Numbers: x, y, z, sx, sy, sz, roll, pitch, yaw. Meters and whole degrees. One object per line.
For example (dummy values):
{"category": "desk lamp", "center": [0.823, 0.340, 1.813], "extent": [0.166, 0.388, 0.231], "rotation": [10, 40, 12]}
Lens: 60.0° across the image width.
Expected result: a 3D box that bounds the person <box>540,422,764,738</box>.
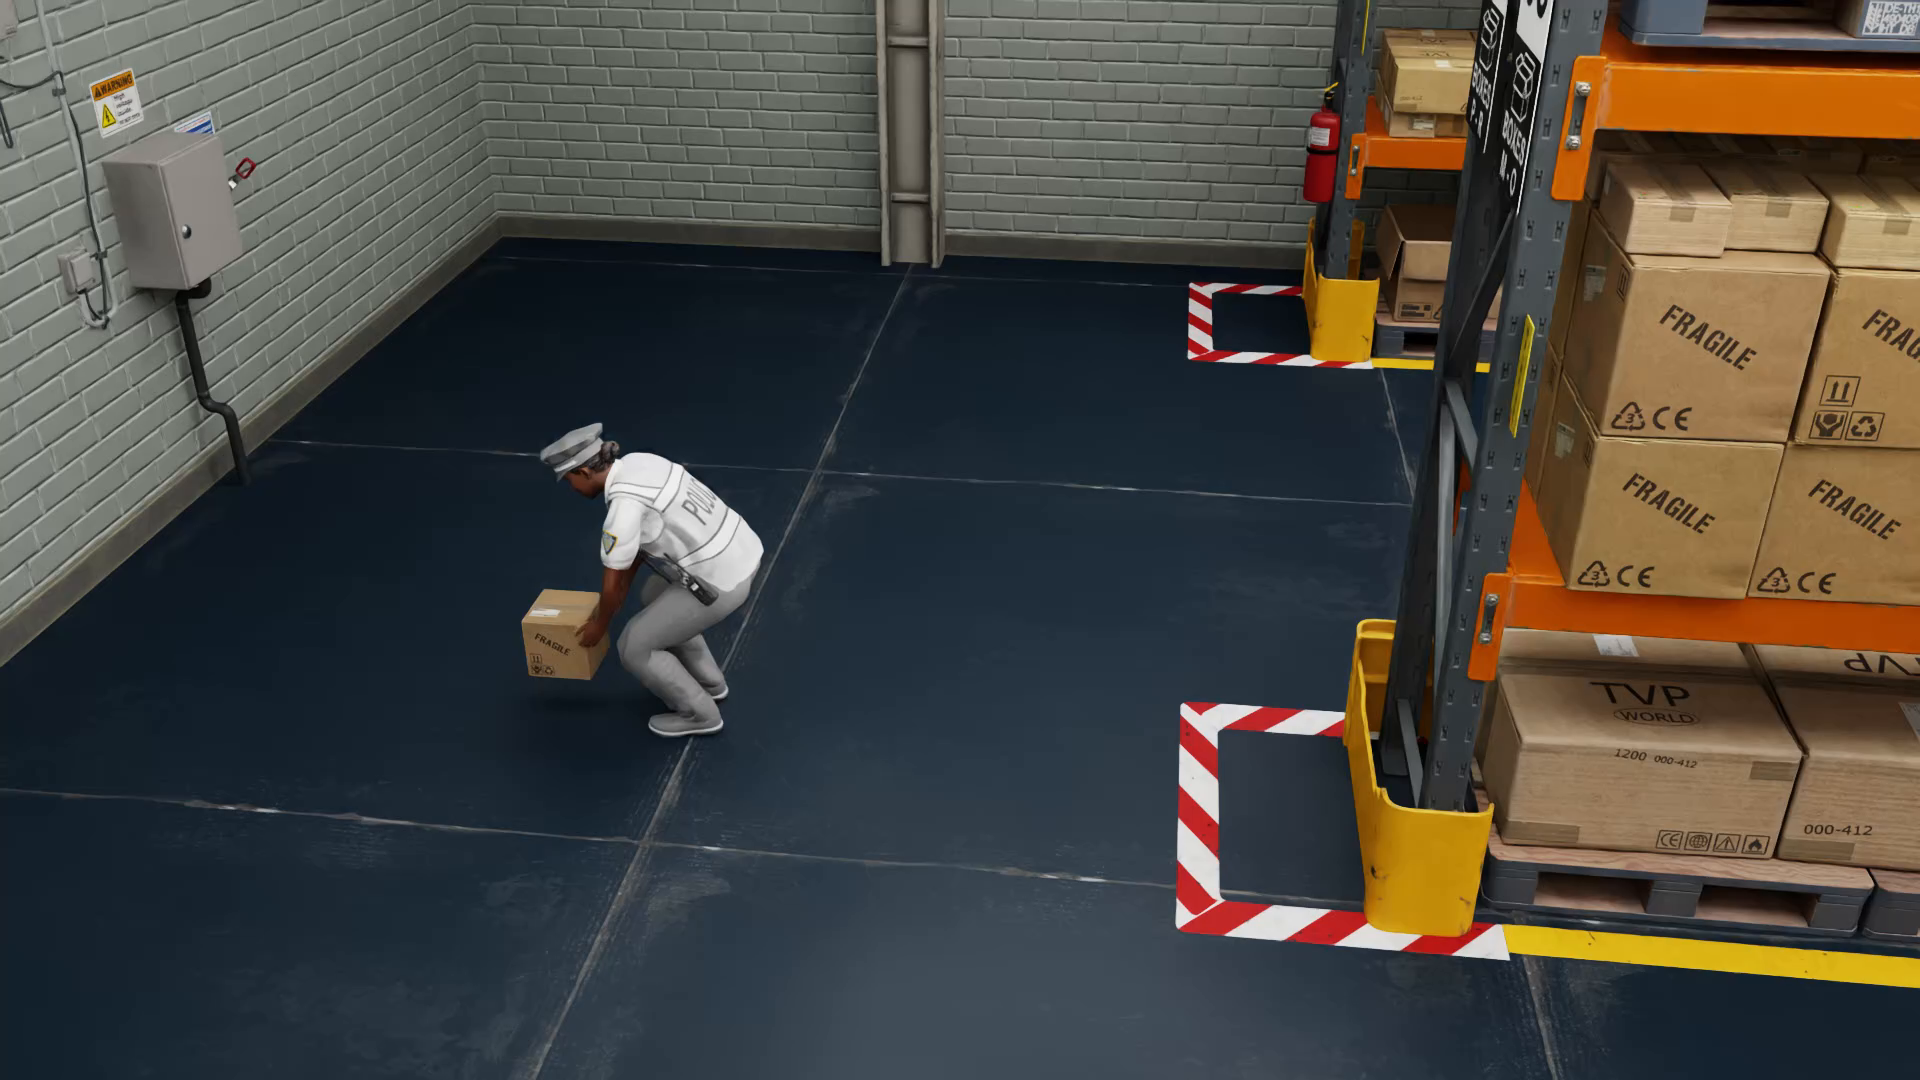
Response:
{"category": "person", "center": [-1.140, 0.154, 6.283], "extent": [0.777, 1.249, 0.496], "rotation": [3, 29, 6]}
